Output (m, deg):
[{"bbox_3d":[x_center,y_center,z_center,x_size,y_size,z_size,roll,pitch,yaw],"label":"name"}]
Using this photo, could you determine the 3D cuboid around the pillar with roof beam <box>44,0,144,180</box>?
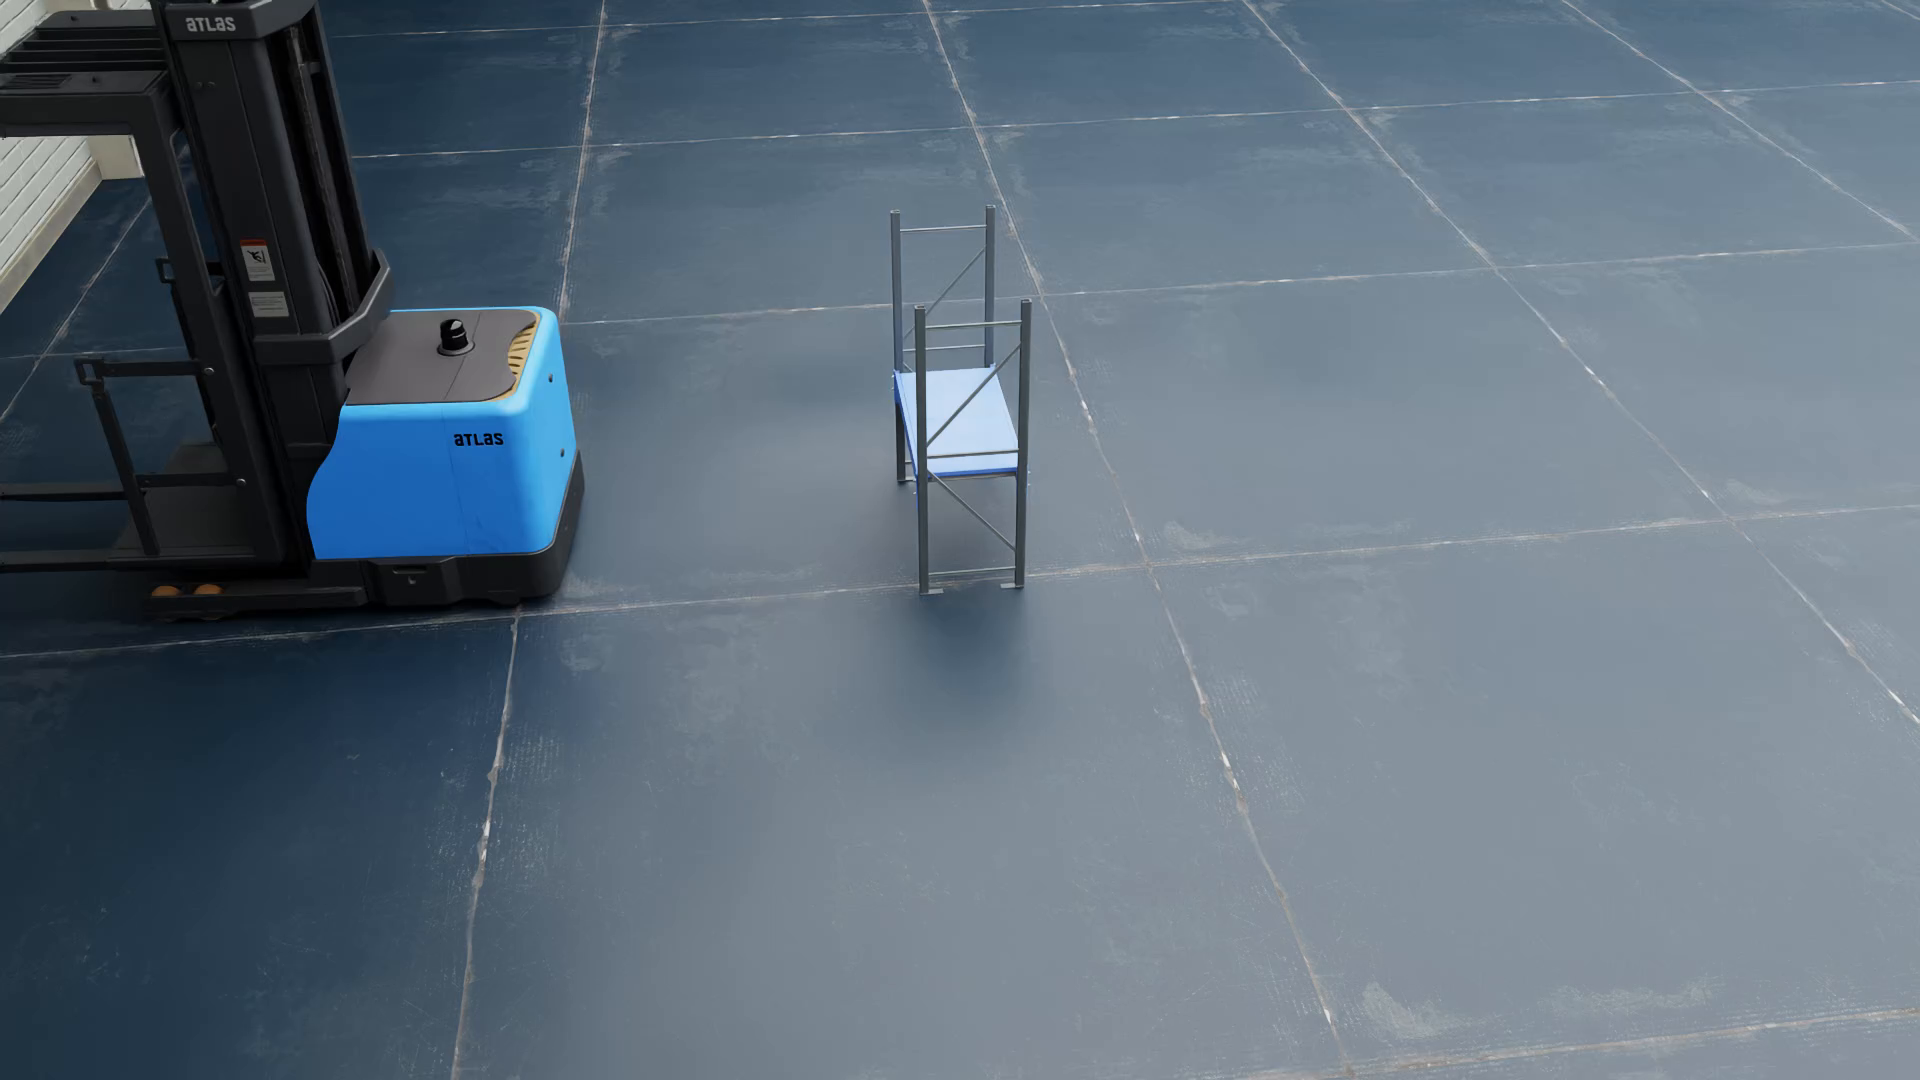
[{"bbox_3d":[-1.882,-6.788,10.219,9.100,9.000,0.400,-4,35,-6],"label":"pillar with roof beam"}]

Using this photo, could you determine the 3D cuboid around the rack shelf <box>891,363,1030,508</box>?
[{"bbox_3d":[-0.011,-0.519,7.999,0.538,0.185,1.000,-4,35,-6],"label":"rack shelf"}]

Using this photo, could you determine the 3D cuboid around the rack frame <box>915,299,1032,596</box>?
[{"bbox_3d":[0.057,-0.384,7.481,0.500,1.500,0.032,-4,35,-6],"label":"rack frame"}]

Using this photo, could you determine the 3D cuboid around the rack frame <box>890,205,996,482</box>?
[{"bbox_3d":[-0.080,-0.951,8.314,0.500,1.500,0.032,-4,35,-6],"label":"rack frame"}]

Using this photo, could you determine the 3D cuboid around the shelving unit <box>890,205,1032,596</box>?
[{"bbox_3d":[-0.011,-0.667,7.897,0.538,1.500,1.048,-4,35,-6],"label":"shelving unit"}]

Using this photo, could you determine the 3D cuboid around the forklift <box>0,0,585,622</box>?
[{"bbox_3d":[-3.411,-1.140,7.320,3.031,2.935,1.130,-2,34,-3],"label":"forklift"}]
